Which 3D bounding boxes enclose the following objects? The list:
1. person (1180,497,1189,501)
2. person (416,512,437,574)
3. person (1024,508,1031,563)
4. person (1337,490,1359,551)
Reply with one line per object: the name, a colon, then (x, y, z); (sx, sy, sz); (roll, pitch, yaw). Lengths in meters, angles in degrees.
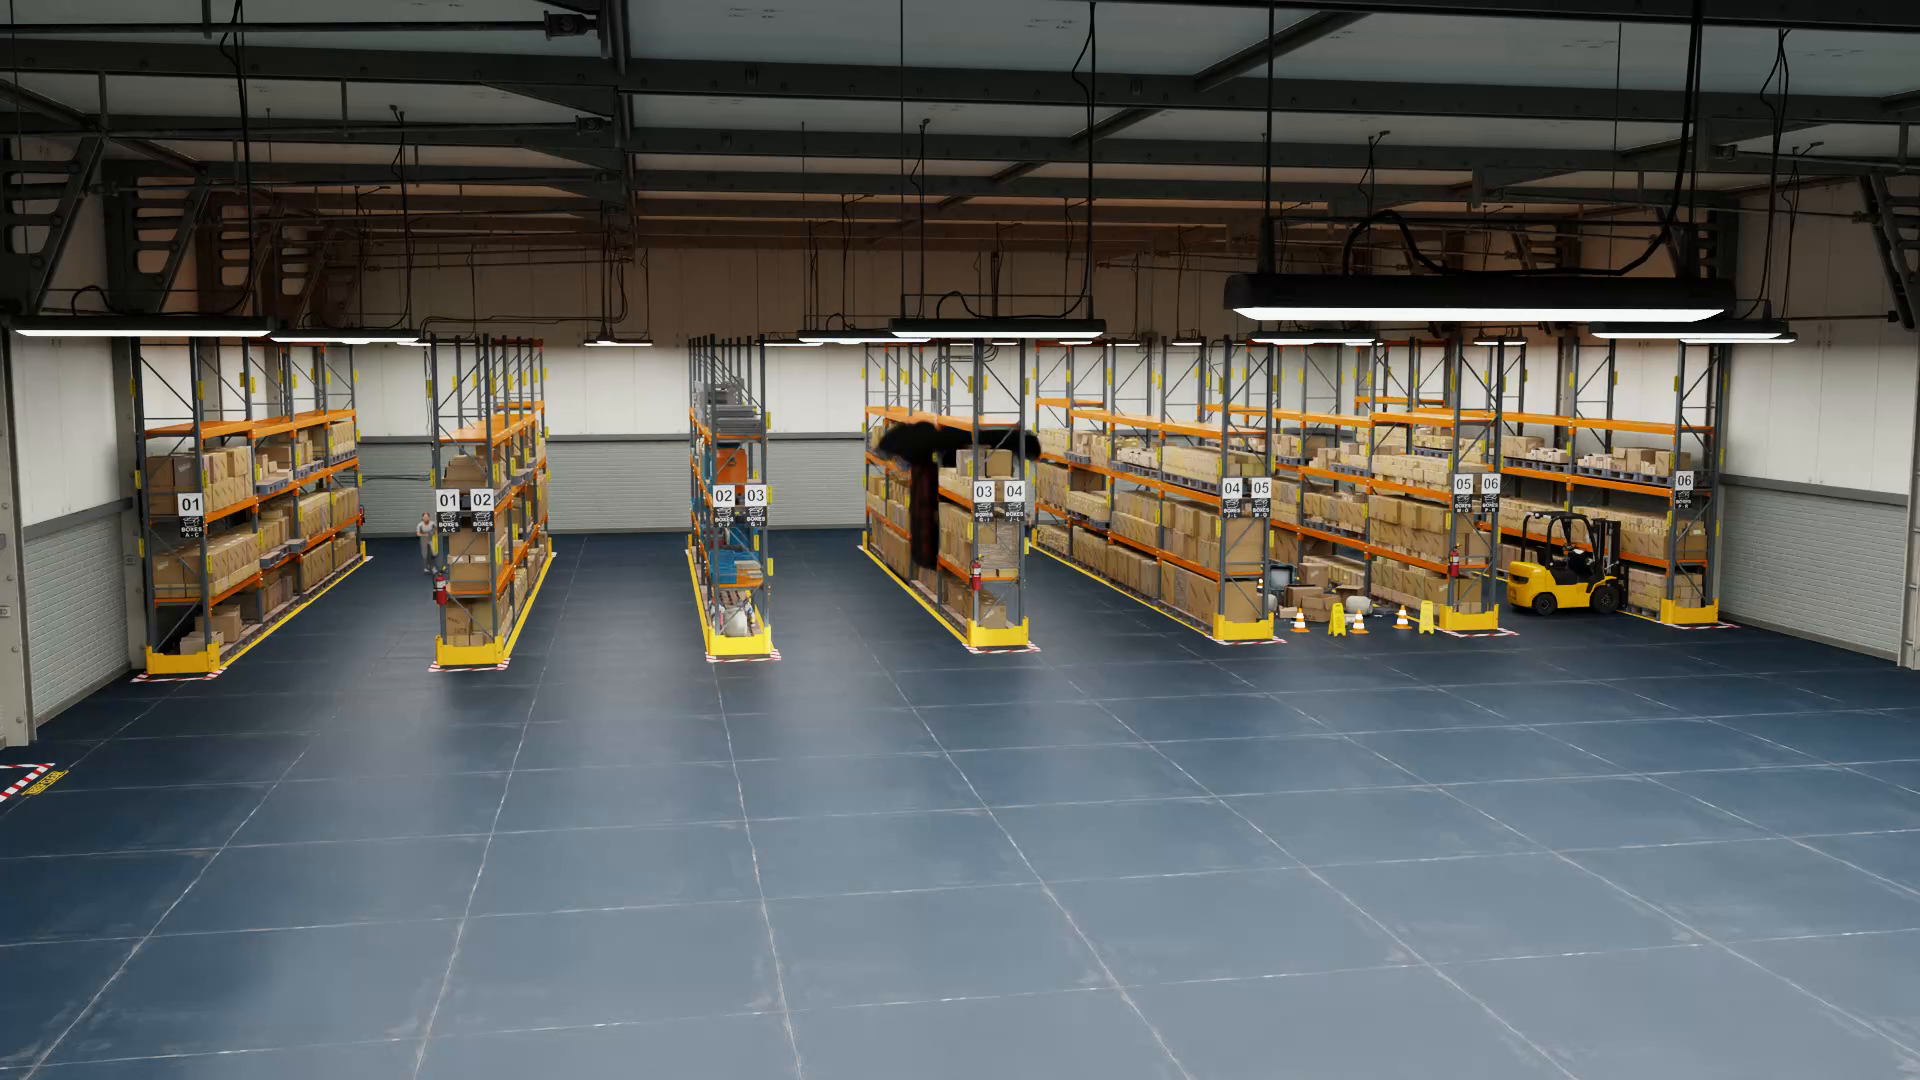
person: (6.235, -0.329, 45.756); (0.516, 1.704, 0.807); (-6, 9, -42)
person: (-13.562, 0.077, 42.382); (0.572, 1.595, 0.925); (-3, 7, -25)
person: (1.631, -0.242, 45.029); (0.612, 1.690, 0.901); (0, 7, -4)
person: (10.877, -0.532, 47.071); (0.685, 1.751, 0.996); (-5, 8, -35)
